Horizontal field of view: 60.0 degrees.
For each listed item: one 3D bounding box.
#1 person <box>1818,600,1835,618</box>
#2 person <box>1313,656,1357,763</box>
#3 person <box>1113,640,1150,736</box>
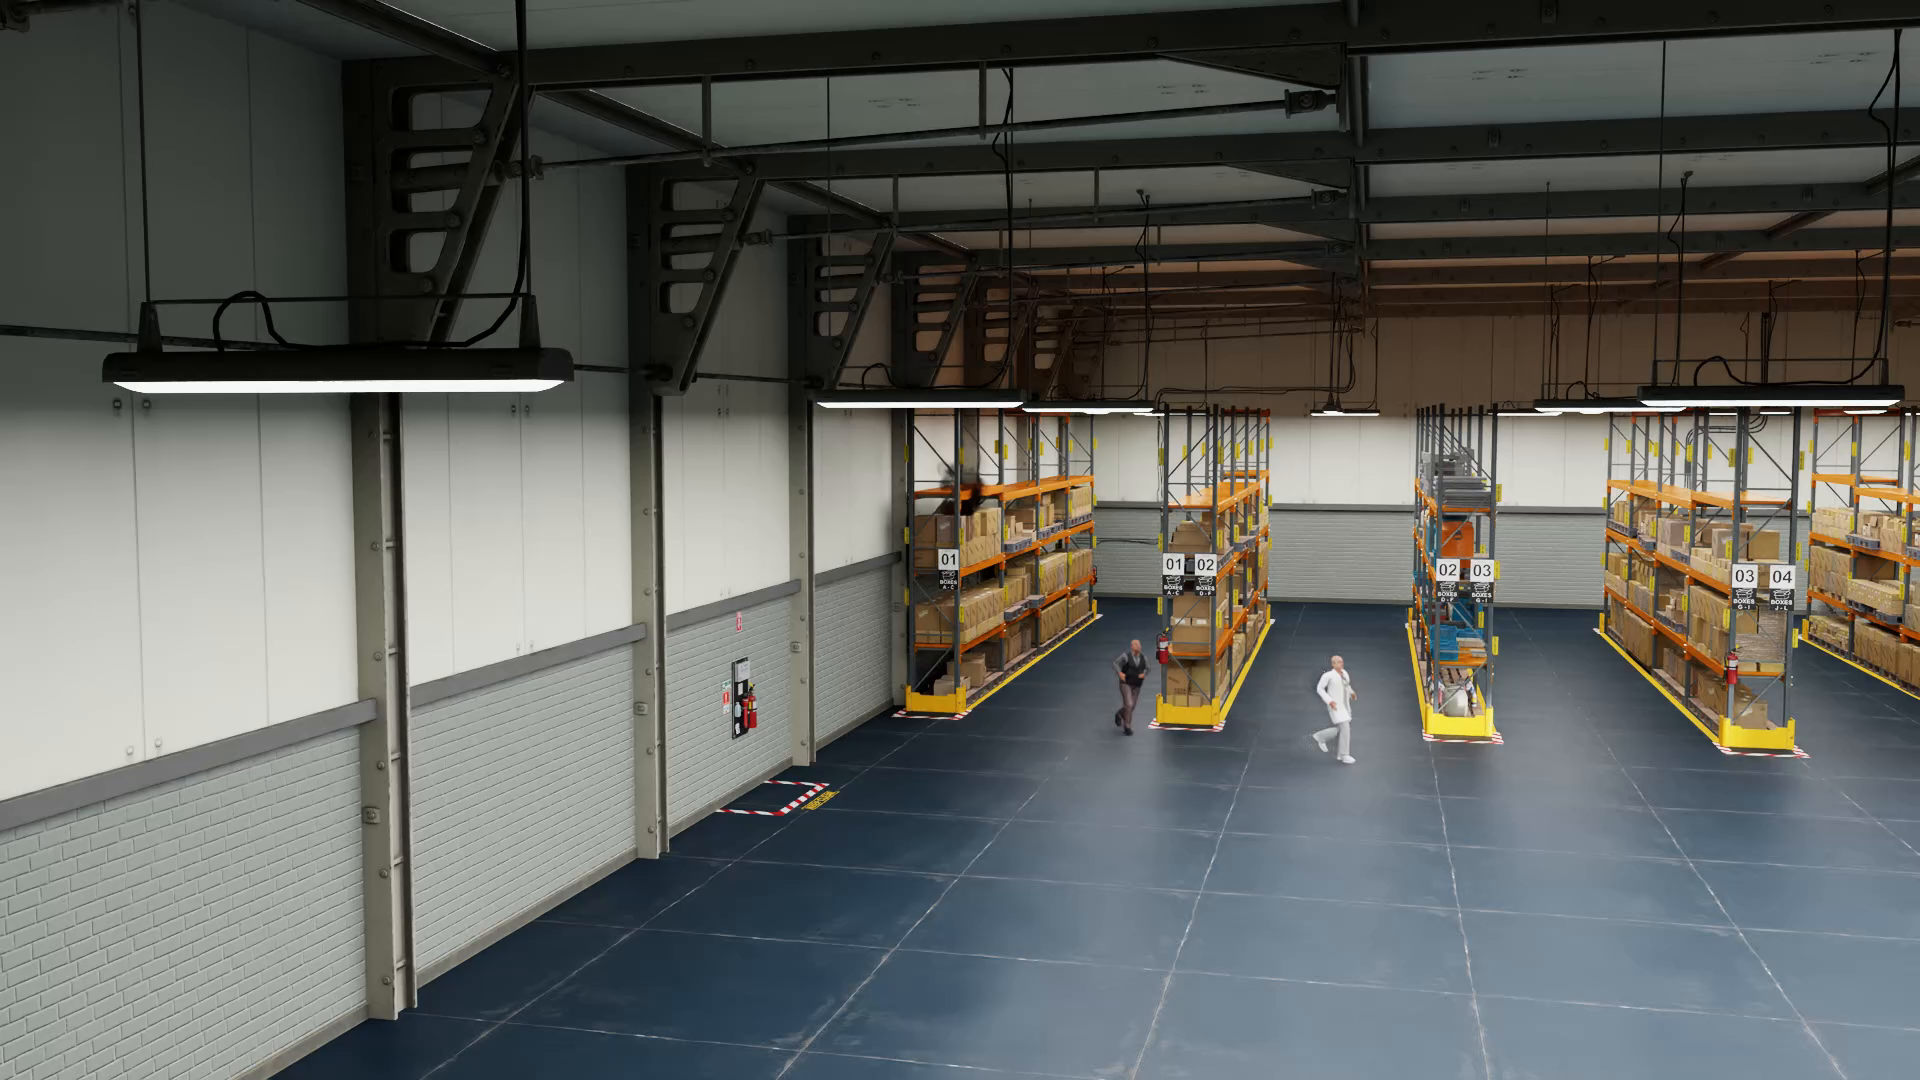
[{"bbox_3d":[23.158,1.637,44.407,0.710,1.696,0.613,-3,5,-39],"label":"person"},{"bbox_3d":[6.310,2.820,27.932,0.704,1.773,0.843,-4,6,-42],"label":"person"},{"bbox_3d":[3.149,2.672,30.461,0.695,1.706,0.844,-1,4,-17],"label":"person"}]
